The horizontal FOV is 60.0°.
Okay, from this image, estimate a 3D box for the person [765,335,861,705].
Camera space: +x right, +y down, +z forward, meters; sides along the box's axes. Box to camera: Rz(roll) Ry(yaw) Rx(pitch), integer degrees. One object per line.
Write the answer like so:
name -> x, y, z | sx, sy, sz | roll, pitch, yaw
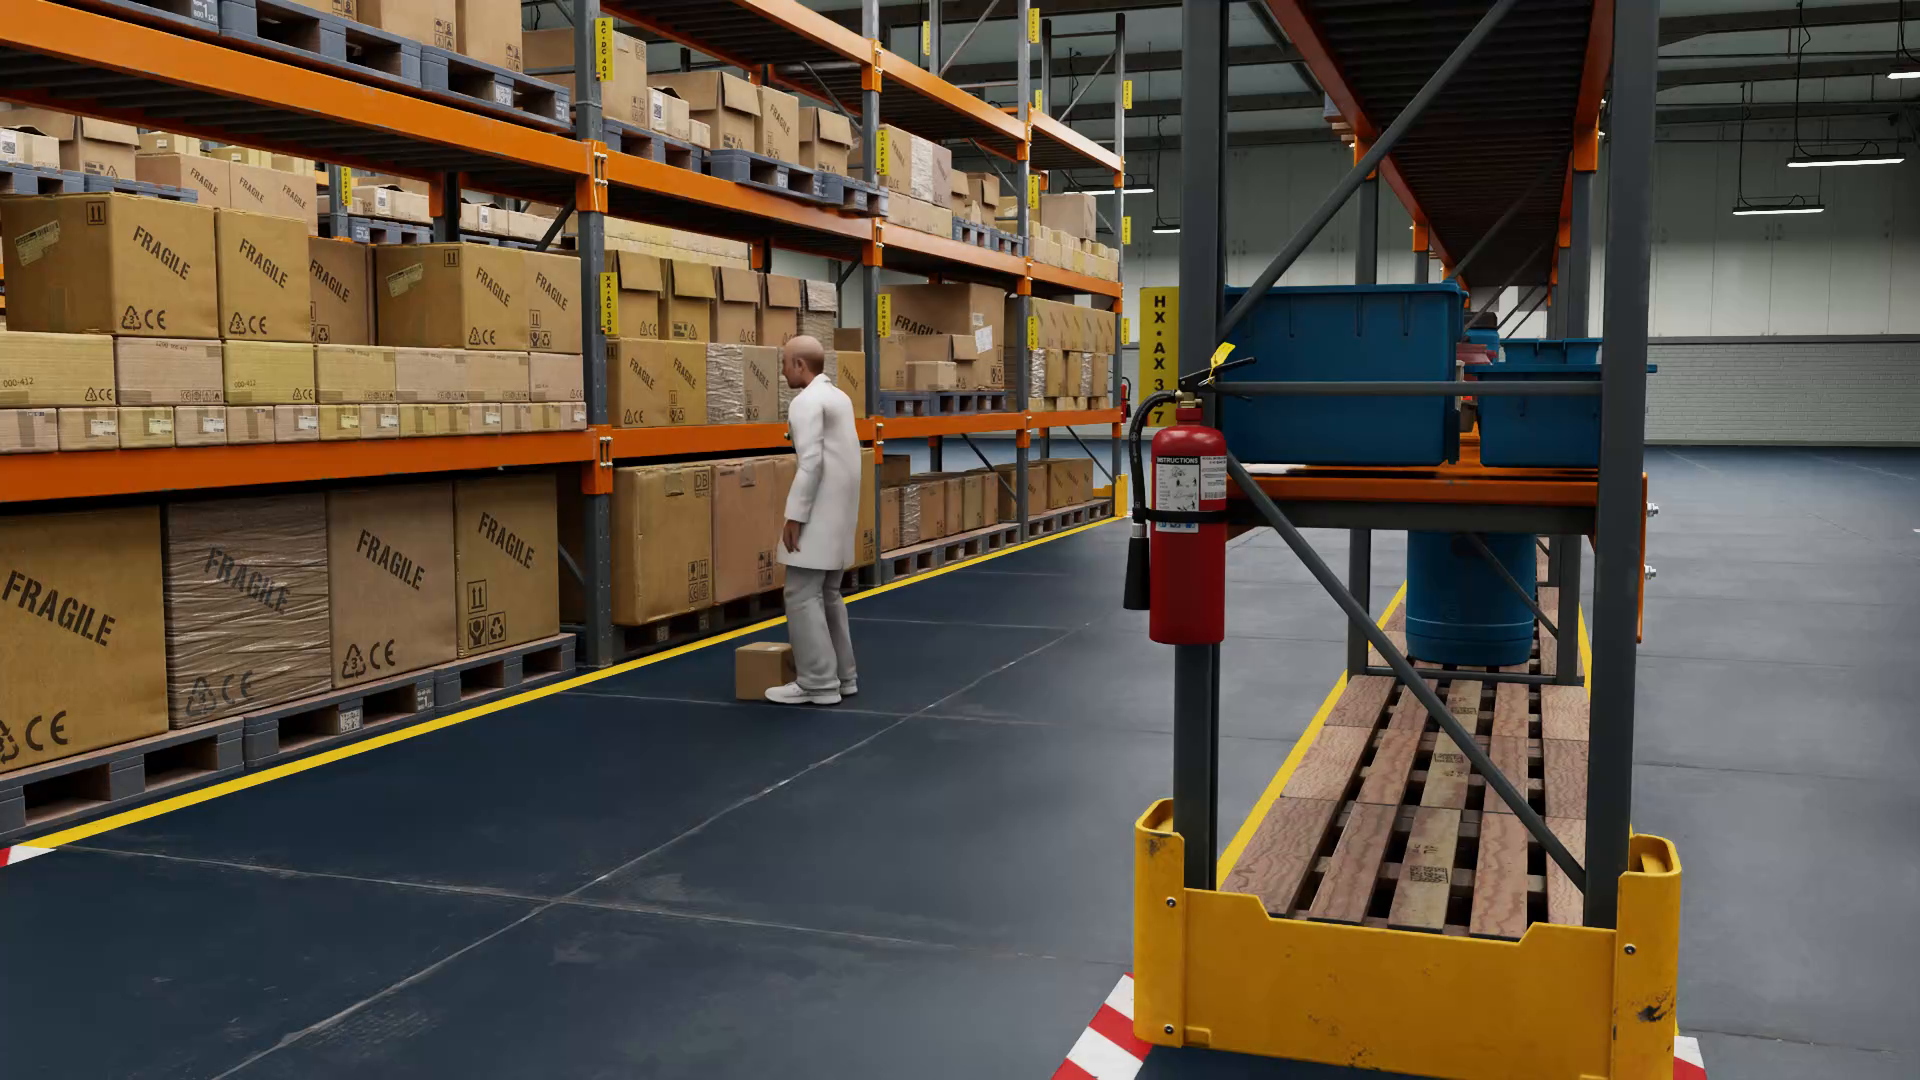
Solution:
person -> -0.701, -0.102, 8.086 | 0.427, 1.773, 0.633 | 1, 5, 16
